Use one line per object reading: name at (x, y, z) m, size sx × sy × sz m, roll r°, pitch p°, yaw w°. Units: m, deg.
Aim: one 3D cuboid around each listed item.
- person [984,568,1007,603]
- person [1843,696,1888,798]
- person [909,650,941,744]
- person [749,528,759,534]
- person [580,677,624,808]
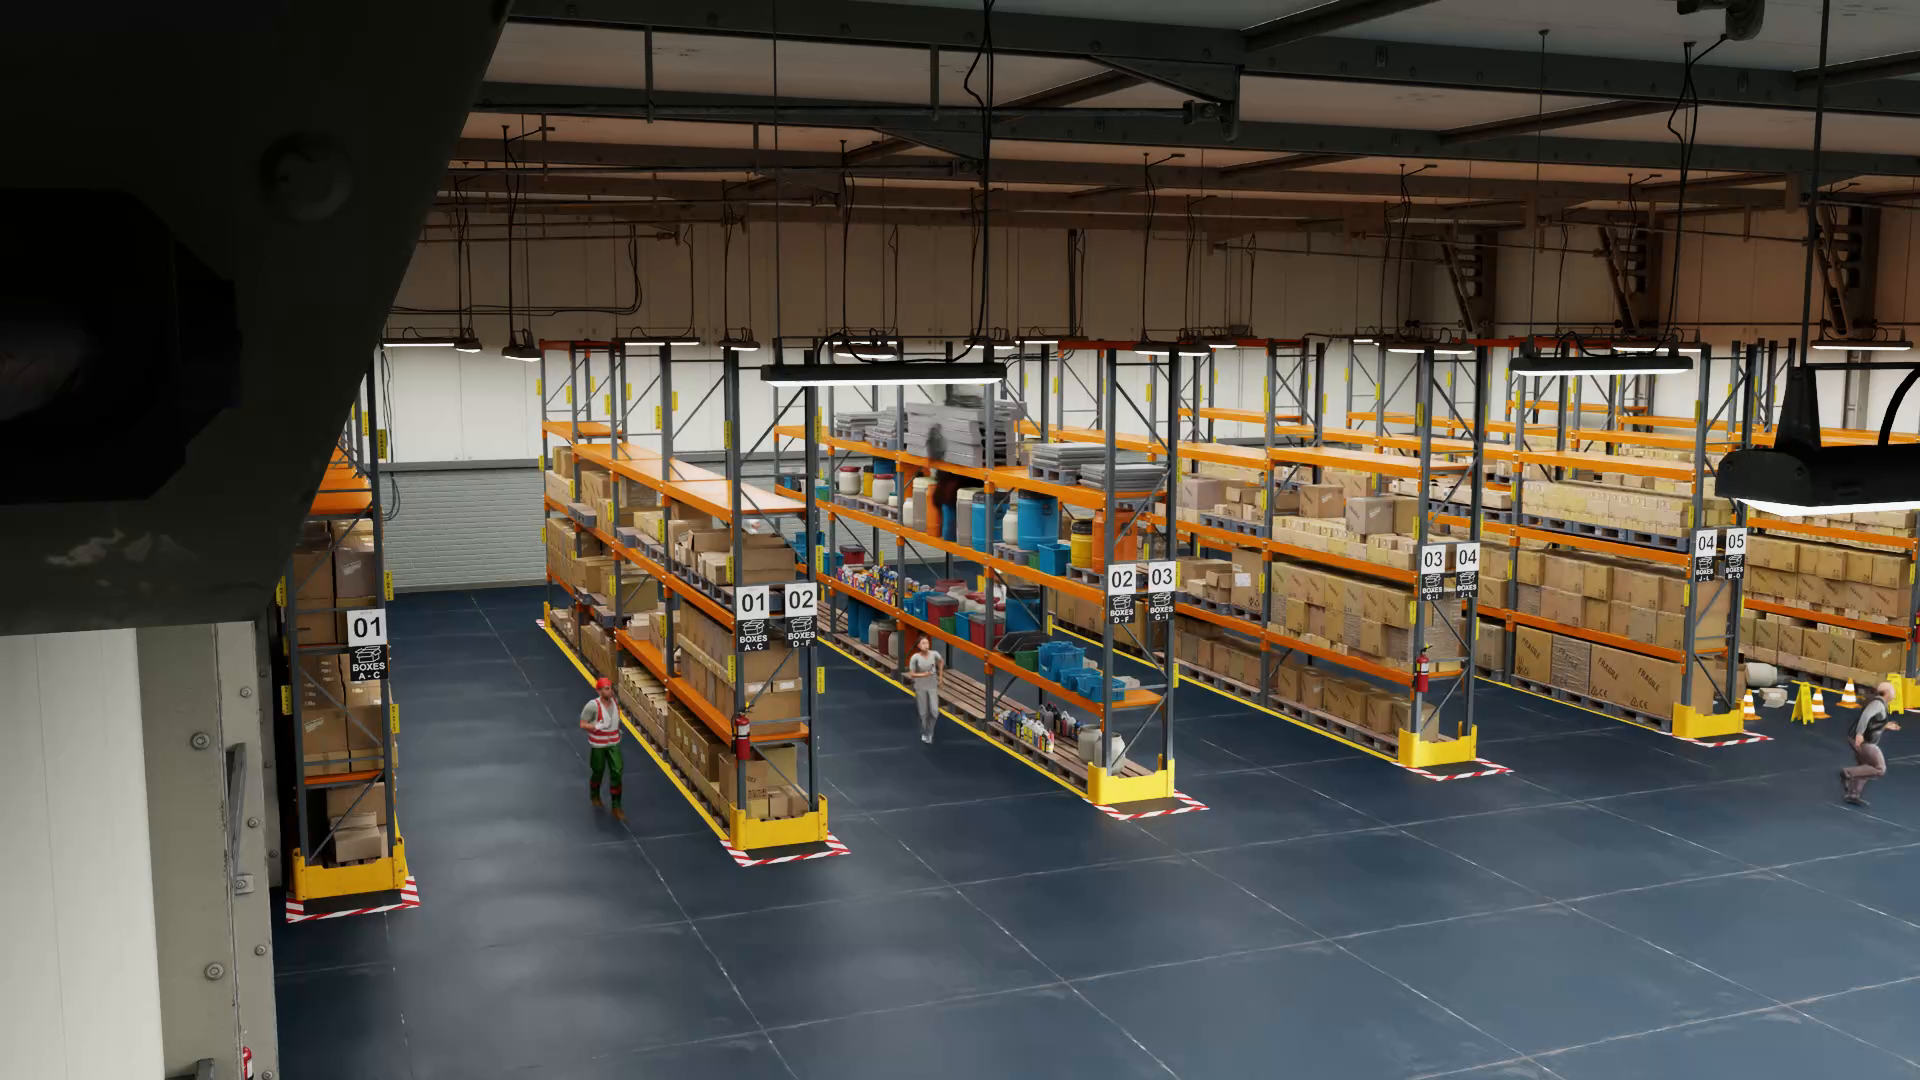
person at (0.758, 0.995, 31.431) m, size 0.659 × 0.928 × 0.504 m, roll -4°, pitch 9°, yaw -30°
person at (11.957, 2.742, 21.978) m, size 0.490 × 1.385 × 0.446 m, roll 2°, pitch 8°, yaw 12°
person at (-0.525, 2.396, 25.173) m, size 0.521 × 1.473 × 0.427 m, roll -2°, pitch 8°, yaw -12°
person at (-4.876, 0.417, 39.602) m, size 0.551 × 1.439 × 0.543 m, roll 0°, pitch 7°, yaw -2°
person at (-4.639, 2.597, 21.456) m, size 0.620 × 1.704 × 0.709 m, roll -5°, pitch 9°, yaw -36°
